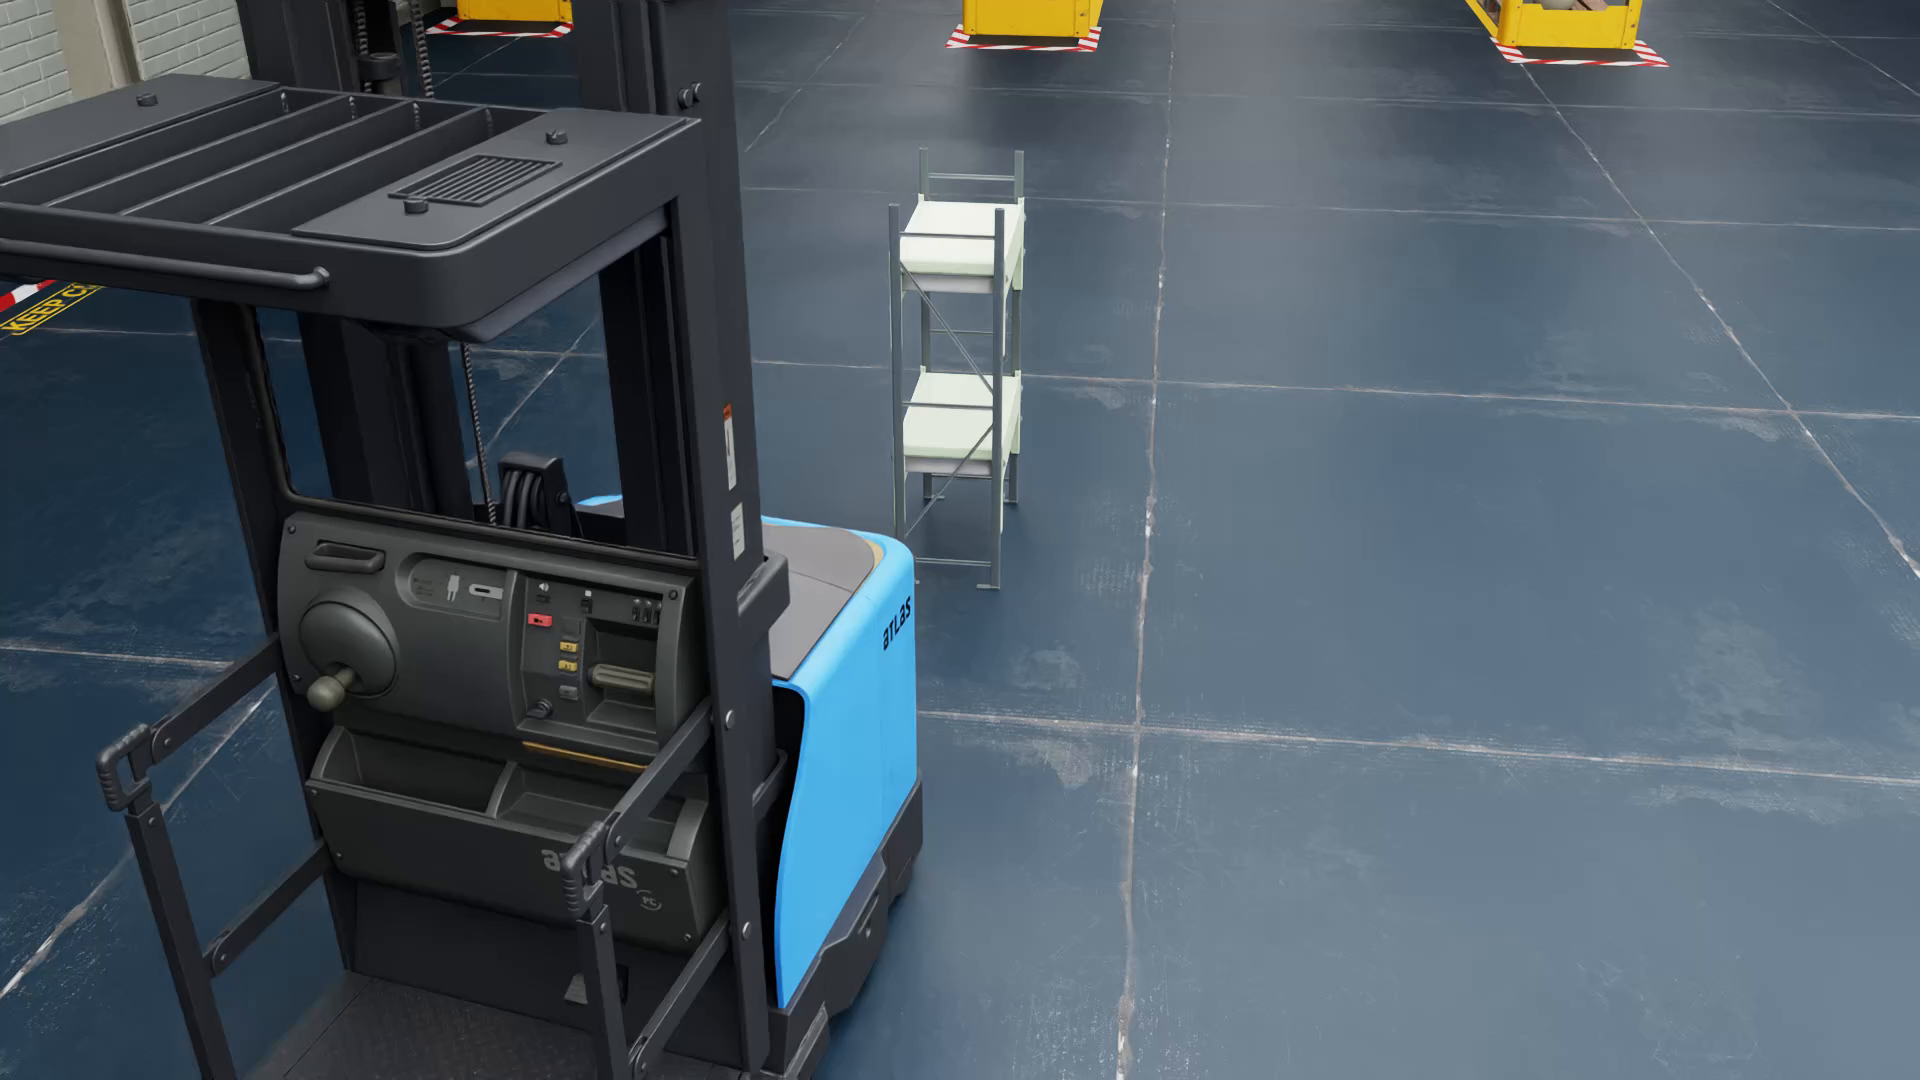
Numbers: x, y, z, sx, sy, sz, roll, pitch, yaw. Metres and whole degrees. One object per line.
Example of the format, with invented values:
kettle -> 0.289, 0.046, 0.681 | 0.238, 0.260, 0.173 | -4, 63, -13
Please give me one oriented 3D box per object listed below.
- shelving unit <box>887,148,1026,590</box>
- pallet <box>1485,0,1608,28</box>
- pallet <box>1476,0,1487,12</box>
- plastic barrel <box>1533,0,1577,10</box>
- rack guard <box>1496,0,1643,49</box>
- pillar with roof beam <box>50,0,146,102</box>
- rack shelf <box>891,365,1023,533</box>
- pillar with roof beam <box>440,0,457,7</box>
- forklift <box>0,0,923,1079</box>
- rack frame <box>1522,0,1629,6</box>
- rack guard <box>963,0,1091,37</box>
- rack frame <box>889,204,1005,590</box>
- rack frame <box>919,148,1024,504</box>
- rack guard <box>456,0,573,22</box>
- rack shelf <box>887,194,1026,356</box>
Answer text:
shelving unit -> -0.001, -0.657, 6.388 | 0.431, 1.500, 0.755 | 3, 28, 6
pallet -> 5.608, -4.996, 15.802 | 1.003, 0.211, 1.213 | 3, 28, 6
pallet -> 5.760, -5.569, 16.865 | 1.003, 0.211, 1.213 | 3, 28, 6
plastic barrel -> 5.546, -5.207, 15.433 | 0.421, 0.512, 0.421 | 0, 28, 0
rack guard -> 5.503, -4.741, 15.024 | 1.175, 0.500, 0.348 | 3, 28, 6
pillar with roof beam -> -1.527, -6.326, 9.004 | 9.100, 9.000, 0.400 | 3, 28, 6
rack shelf -> -0.001, -0.370, 6.543 | 0.431, 0.370, 0.720 | 3, 28, 6
pillar with roof beam -> -0.792, -9.150, 14.246 | 9.100, 9.000, 0.400 | 3, 28, 6
forklift -> -1.049, 0.242, 3.210 | 1.130, 2.935, 3.031 | 9, 30, 16
rack frame -> 5.541, -5.803, 14.360 | 1.000, 3.000, 0.127 | 3, 28, 6
rack guard -> 0.622, -4.981, 15.469 | 1.175, 0.500, 0.348 | 3, 28, 6
rack frame -> -0.046, -0.485, 6.069 | 0.400, 1.500, 0.023 | 3, 28, 6
rack frame -> 0.044, -0.829, 6.708 | 0.400, 1.500, 0.023 | 3, 28, 6
rack guard -> -4.282, -5.314, 16.087 | 1.175, 0.500, 0.348 | 3, 28, 6
rack shelf -> -0.001, -1.001, 6.203 | 0.431, 0.370, 0.720 | 3, 28, 6
